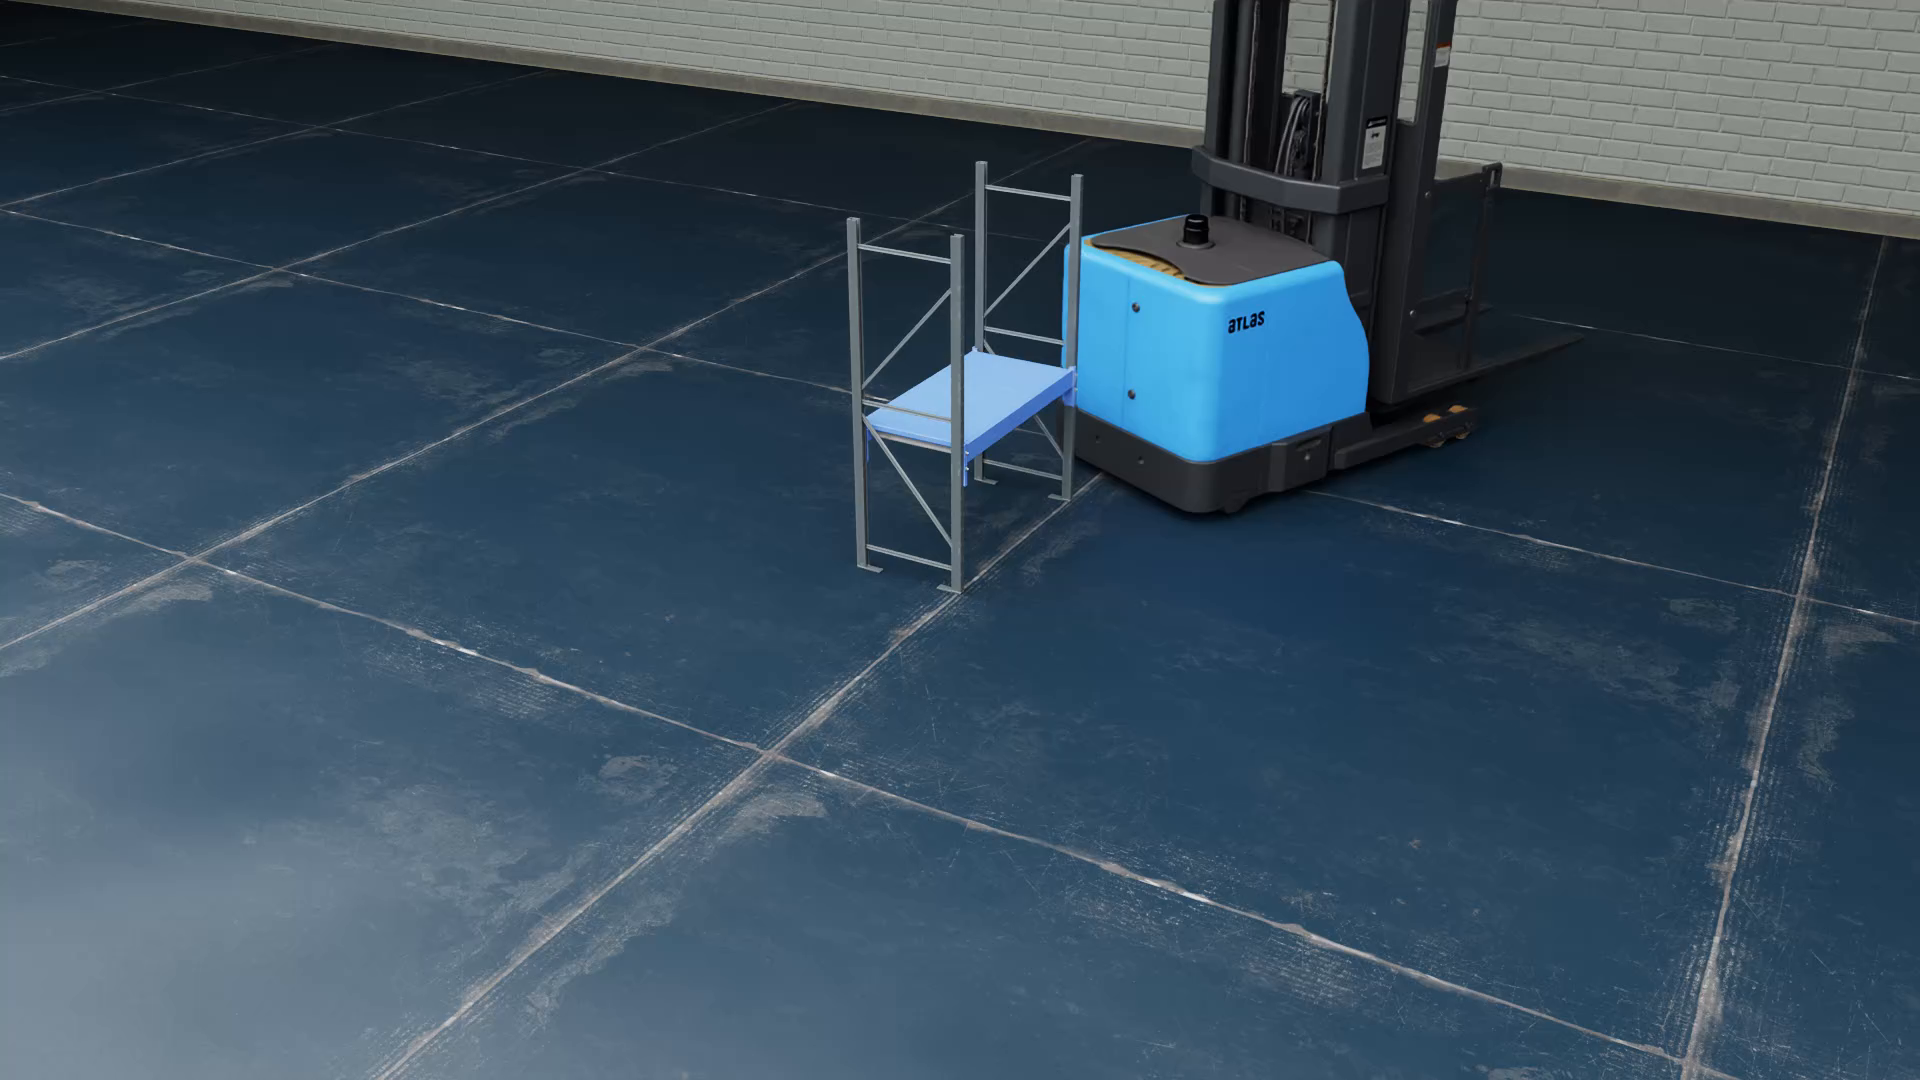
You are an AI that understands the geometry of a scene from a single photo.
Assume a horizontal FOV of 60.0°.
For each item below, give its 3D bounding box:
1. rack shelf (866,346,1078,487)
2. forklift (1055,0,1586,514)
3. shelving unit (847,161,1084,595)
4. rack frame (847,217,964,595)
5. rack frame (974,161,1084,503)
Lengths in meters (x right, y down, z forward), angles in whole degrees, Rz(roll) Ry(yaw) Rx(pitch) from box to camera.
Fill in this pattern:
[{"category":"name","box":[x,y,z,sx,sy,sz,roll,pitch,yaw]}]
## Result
[{"category":"rack shelf","box":[0.042,-0.543,7.061,0.538,0.185,1.000,14,30,26]},{"category":"forklift","box":[1.952,-1.933,7.838,3.031,2.935,1.130,-18,32,-32]},{"category":"shelving unit","box":[0.042,-0.704,6.981,0.538,1.500,1.048,14,30,26]},{"category":"rack frame","box":[-0.208,-0.506,6.585,0.500,1.500,0.032,14,30,26]},{"category":"rack frame","box":[0.292,-0.902,7.376,0.500,1.500,0.032,14,30,26]}]
